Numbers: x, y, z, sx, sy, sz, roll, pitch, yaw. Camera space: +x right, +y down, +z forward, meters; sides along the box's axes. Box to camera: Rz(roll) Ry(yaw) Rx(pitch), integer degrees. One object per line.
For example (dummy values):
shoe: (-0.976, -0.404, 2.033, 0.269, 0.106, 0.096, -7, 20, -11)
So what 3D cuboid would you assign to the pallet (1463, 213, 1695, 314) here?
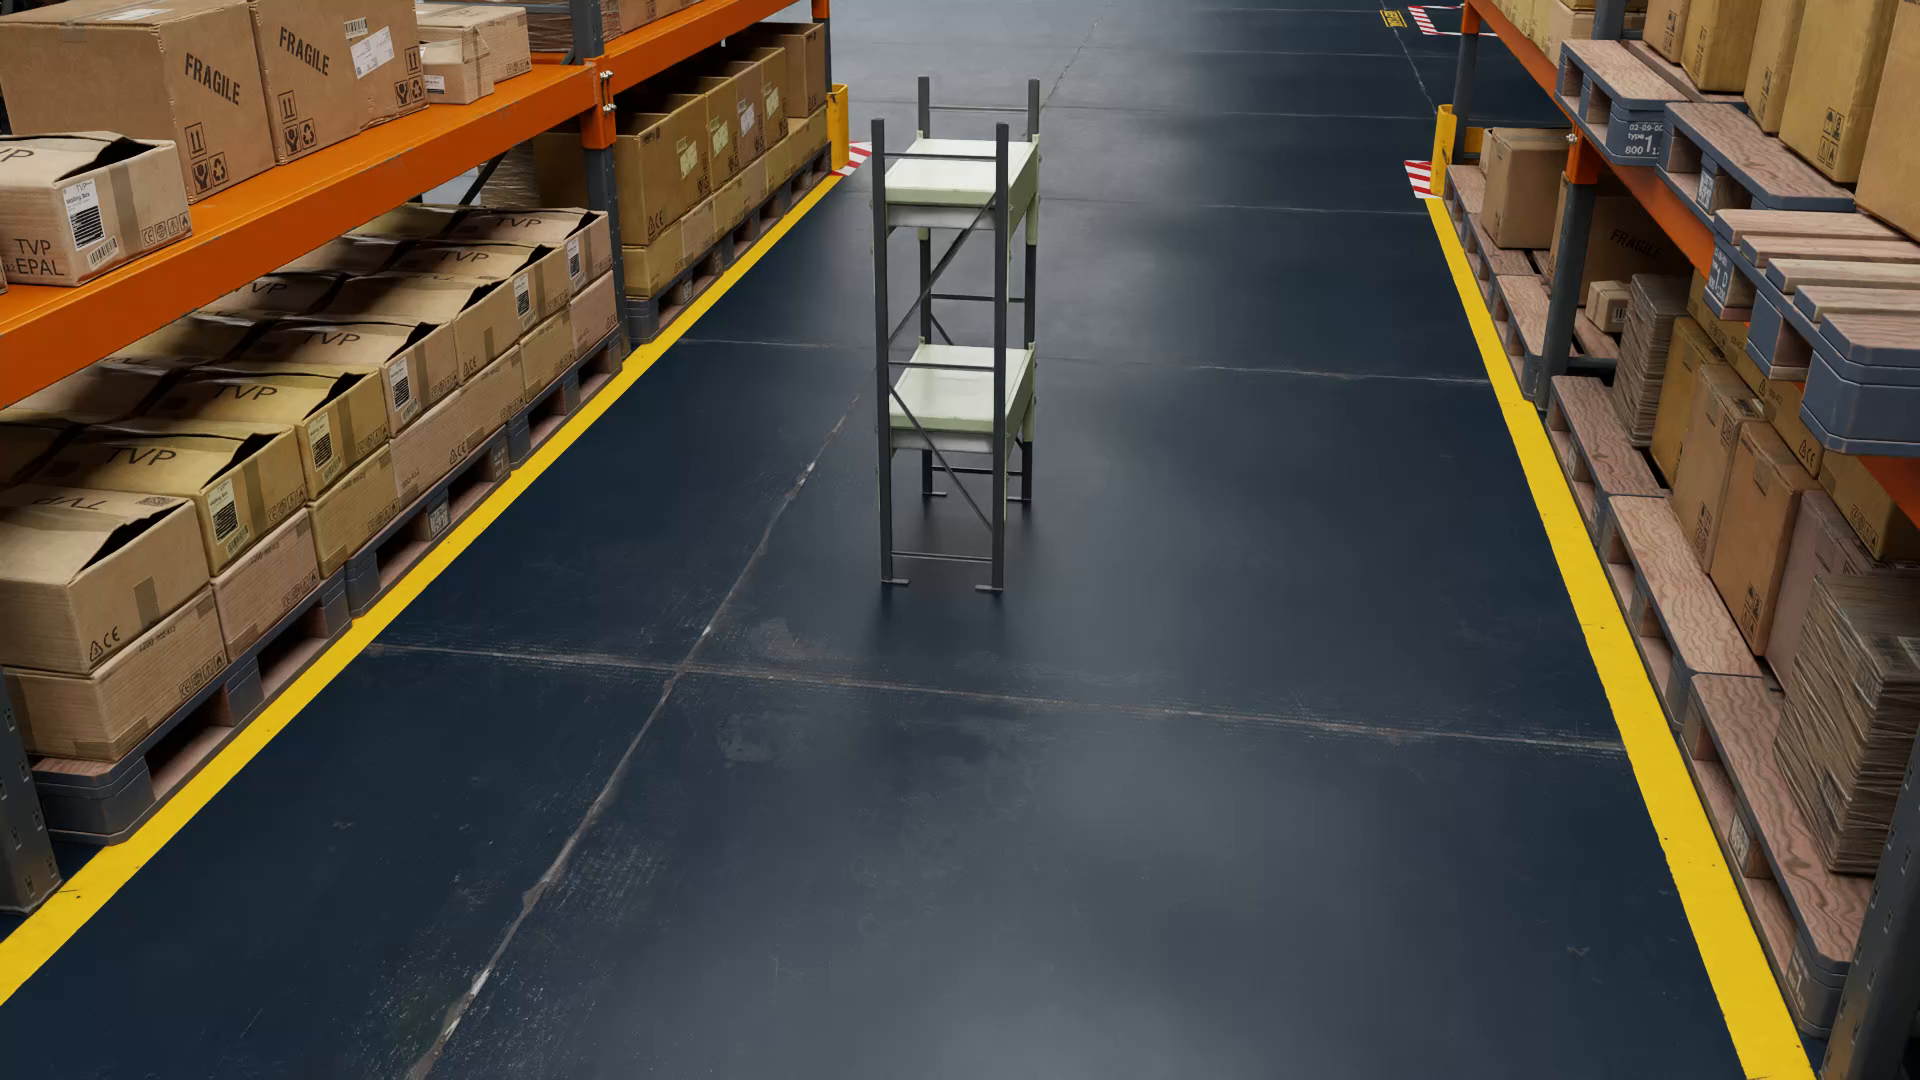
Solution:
pallet: (3.163, -1.404, 8.501, 1.003, 0.211, 1.213, 4, 25, 9)

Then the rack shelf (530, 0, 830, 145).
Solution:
rack shelf: (-1.670, -2.725, 8.881, 1.077, 0.370, 4.000, 4, 25, 9)

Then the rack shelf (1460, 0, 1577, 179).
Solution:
rack shelf: (3.218, -2.383, 8.151, 1.077, 0.370, 4.000, 4, 25, 9)

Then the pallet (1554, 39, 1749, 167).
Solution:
pallet: (2.623, -1.476, 5.591, 1.003, 0.211, 1.213, 4, 25, 9)

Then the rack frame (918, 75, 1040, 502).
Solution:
rack frame: (0.061, -0.835, 5.765, 0.400, 1.500, 0.023, 4, 25, 9)

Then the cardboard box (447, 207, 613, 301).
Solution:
cardboard box: (-1.780, -1.223, 6.912, 0.500, 0.311, 0.500, 4, 25, 9)

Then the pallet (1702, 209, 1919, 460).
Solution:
pallet: (2.249, -0.418, 3.331, 1.213, 0.211, 1.003, 4, 25, 9)

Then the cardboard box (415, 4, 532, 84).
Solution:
cardboard box: (-2.034, -1.937, 6.527, 0.500, 0.250, 0.500, 6, 26, 12)

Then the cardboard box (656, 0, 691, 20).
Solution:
cardboard box: (-1.764, -2.876, 8.238, 0.700, 0.500, 0.500, 4, 25, 9)

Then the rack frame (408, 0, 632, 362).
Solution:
rack frame: (-1.996, -2.214, 6.941, 1.000, 3.000, 0.127, 4, 25, 9)

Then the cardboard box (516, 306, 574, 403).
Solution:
cardboard box: (-1.863, -0.754, 6.570, 0.500, 0.250, 0.500, 4, 25, 8)

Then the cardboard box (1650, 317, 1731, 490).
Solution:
cardboard box: (2.752, -0.411, 5.519, 0.700, 0.500, 0.500, 4, 25, 7)

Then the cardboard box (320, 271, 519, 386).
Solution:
cardboard box: (-1.943, -0.797, 6.001, 0.500, 0.311, 0.500, 4, 25, 8)

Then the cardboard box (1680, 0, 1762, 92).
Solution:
cardboard box: (2.676, -1.673, 5.149, 0.700, 0.500, 0.500, 7, 26, 14)

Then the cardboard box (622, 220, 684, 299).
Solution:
cardboard box: (-1.622, -1.332, 7.805, 0.500, 0.250, 0.500, 4, 25, 9)

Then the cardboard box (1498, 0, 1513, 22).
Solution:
cardboard box: (2.907, -2.662, 8.052, 0.500, 0.250, 0.500, 4, 25, 9)

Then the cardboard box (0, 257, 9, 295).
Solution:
cardboard box: (-2.548, -0.650, 3.705, 0.500, 0.311, 0.500, 6, 26, 12)

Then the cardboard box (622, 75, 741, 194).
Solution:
cardboard box: (-1.448, -2.089, 8.538, 0.500, 0.500, 0.500, 4, 25, 9)

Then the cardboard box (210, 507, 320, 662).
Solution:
cardboard box: (-2.194, 0.105, 4.735, 0.500, 0.250, 0.500, 3, 25, 7)

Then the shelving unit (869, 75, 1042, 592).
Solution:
shelving unit: (0.001, -0.682, 5.438, 0.431, 1.500, 0.755, 4, 25, 9)

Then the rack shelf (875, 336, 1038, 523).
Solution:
rack shelf: (0.001, -0.387, 5.576, 0.431, 0.370, 0.720, 4, 25, 9)

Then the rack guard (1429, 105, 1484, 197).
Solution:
rack guard: (3.533, -2.381, 10.248, 1.175, 0.500, 0.348, 4, 25, 9)

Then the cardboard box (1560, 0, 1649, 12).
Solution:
cardboard box: (2.663, -2.372, 6.548, 0.500, 0.500, 0.500, 4, 25, 8)

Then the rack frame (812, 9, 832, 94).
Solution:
rack frame: (-1.343, -3.887, 10.515, 1.000, 3.000, 0.127, 4, 25, 9)

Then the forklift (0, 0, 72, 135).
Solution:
forklift: (-4.389, -2.084, 6.745, 1.130, 2.935, 3.031, 4, 25, 8)

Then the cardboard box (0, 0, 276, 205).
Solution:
cardboard box: (-2.392, -1.289, 4.848, 0.500, 0.500, 0.500, 3, 25, 6)

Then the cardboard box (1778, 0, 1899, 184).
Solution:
cardboard box: (2.486, -1.164, 4.061, 0.700, 0.500, 0.500, 4, 25, 9)

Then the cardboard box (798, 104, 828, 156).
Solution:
cardboard box: (-1.139, -2.587, 10.486, 0.500, 0.250, 0.500, 4, 25, 9)

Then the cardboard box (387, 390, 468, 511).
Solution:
cardboard box: (-2.030, -0.327, 5.658, 0.500, 0.250, 0.500, 5, 25, 10)

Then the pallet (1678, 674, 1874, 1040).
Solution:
pallet: (2.367, 0.737, 3.927, 1.003, 0.211, 1.213, 4, 25, 9)

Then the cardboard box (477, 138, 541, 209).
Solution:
cardboard box: (-2.043, -1.916, 8.168, 0.500, 0.500, 0.500, 4, 25, 9)

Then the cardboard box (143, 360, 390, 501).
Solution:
cardboard box: (-2.112, -0.372, 5.093, 0.500, 0.311, 0.500, 3, 25, 7)

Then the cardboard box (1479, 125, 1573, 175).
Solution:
cardboard box: (3.343, -2.243, 9.657, 0.500, 0.311, 0.500, 1, 25, 3)

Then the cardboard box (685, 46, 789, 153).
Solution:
cardboard box: (-1.286, -2.507, 9.431, 0.500, 0.500, 0.500, 4, 25, 9)

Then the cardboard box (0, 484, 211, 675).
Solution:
cardboard box: (-2.275, 0.062, 4.167, 0.500, 0.311, 0.500, 5, 26, 10)

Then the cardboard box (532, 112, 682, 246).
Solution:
cardboard box: (-1.612, -1.671, 7.644, 0.500, 0.500, 0.500, 4, 25, 9)

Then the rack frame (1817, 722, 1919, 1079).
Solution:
rack frame: (2.238, -0.199, 2.637, 1.000, 3.000, 0.127, 4, 25, 9)

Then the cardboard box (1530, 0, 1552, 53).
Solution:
cardboard box: (2.759, -2.240, 7.151, 0.500, 0.250, 0.500, 4, 25, 9)

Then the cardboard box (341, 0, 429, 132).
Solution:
cardboard box: (-2.224, -1.719, 5.766, 0.500, 0.500, 0.500, 6, 26, 12)

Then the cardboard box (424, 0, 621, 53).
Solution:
cardboard box: (-1.930, -2.445, 7.318, 0.700, 0.500, 0.500, 3, 25, 7)

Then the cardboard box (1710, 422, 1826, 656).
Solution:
cardboard box: (2.556, 0.012, 4.616, 0.700, 0.500, 0.500, 4, 25, 8)

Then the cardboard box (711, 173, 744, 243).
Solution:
cardboard box: (-1.448, -1.749, 8.697, 0.500, 0.250, 0.500, 4, 25, 9)

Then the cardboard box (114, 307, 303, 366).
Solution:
cardboard box: (-2.560, -0.614, 5.610, 0.500, 0.311, 0.500, 5, 25, 10)

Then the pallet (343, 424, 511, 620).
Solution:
pallet: (-2.275, -0.128, 5.775, 1.003, 0.211, 1.213, 4, 25, 9)

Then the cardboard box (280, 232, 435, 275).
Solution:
cardboard box: (-2.397, -1.048, 6.537, 0.500, 0.311, 0.500, 4, 25, 8)

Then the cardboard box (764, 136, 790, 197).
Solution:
cardboard box: (-1.289, -2.168, 9.591, 0.500, 0.250, 0.500, 4, 25, 9)

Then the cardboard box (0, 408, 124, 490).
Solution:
cardboard box: (-2.729, -0.194, 4.712, 0.500, 0.311, 0.500, 4, 25, 8)

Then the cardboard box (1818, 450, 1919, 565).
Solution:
cardboard box: (2.459, -0.145, 4.066, 0.500, 0.250, 0.500, 4, 25, 10)

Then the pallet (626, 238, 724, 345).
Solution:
pallet: (-1.825, -1.281, 8.237, 1.003, 0.211, 1.213, 4, 25, 9)

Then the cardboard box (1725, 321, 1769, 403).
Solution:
cardboard box: (2.637, -0.568, 4.970, 0.500, 0.250, 0.500, 3, 25, 7)

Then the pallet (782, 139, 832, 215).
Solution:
pallet: (-1.426, -2.301, 10.417, 1.003, 0.211, 1.213, 4, 25, 9)

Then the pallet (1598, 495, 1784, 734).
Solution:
pallet: (2.568, 0.228, 5.013, 1.003, 0.211, 1.213, 4, 25, 9)

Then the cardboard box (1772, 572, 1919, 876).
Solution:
cardboard box: (2.304, 0.429, 3.725, 0.700, 0.500, 0.500, 4, 25, 9)

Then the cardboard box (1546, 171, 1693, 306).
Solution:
cardboard box: (3.021, -1.376, 7.581, 0.500, 0.500, 0.500, 2, 25, 5)
